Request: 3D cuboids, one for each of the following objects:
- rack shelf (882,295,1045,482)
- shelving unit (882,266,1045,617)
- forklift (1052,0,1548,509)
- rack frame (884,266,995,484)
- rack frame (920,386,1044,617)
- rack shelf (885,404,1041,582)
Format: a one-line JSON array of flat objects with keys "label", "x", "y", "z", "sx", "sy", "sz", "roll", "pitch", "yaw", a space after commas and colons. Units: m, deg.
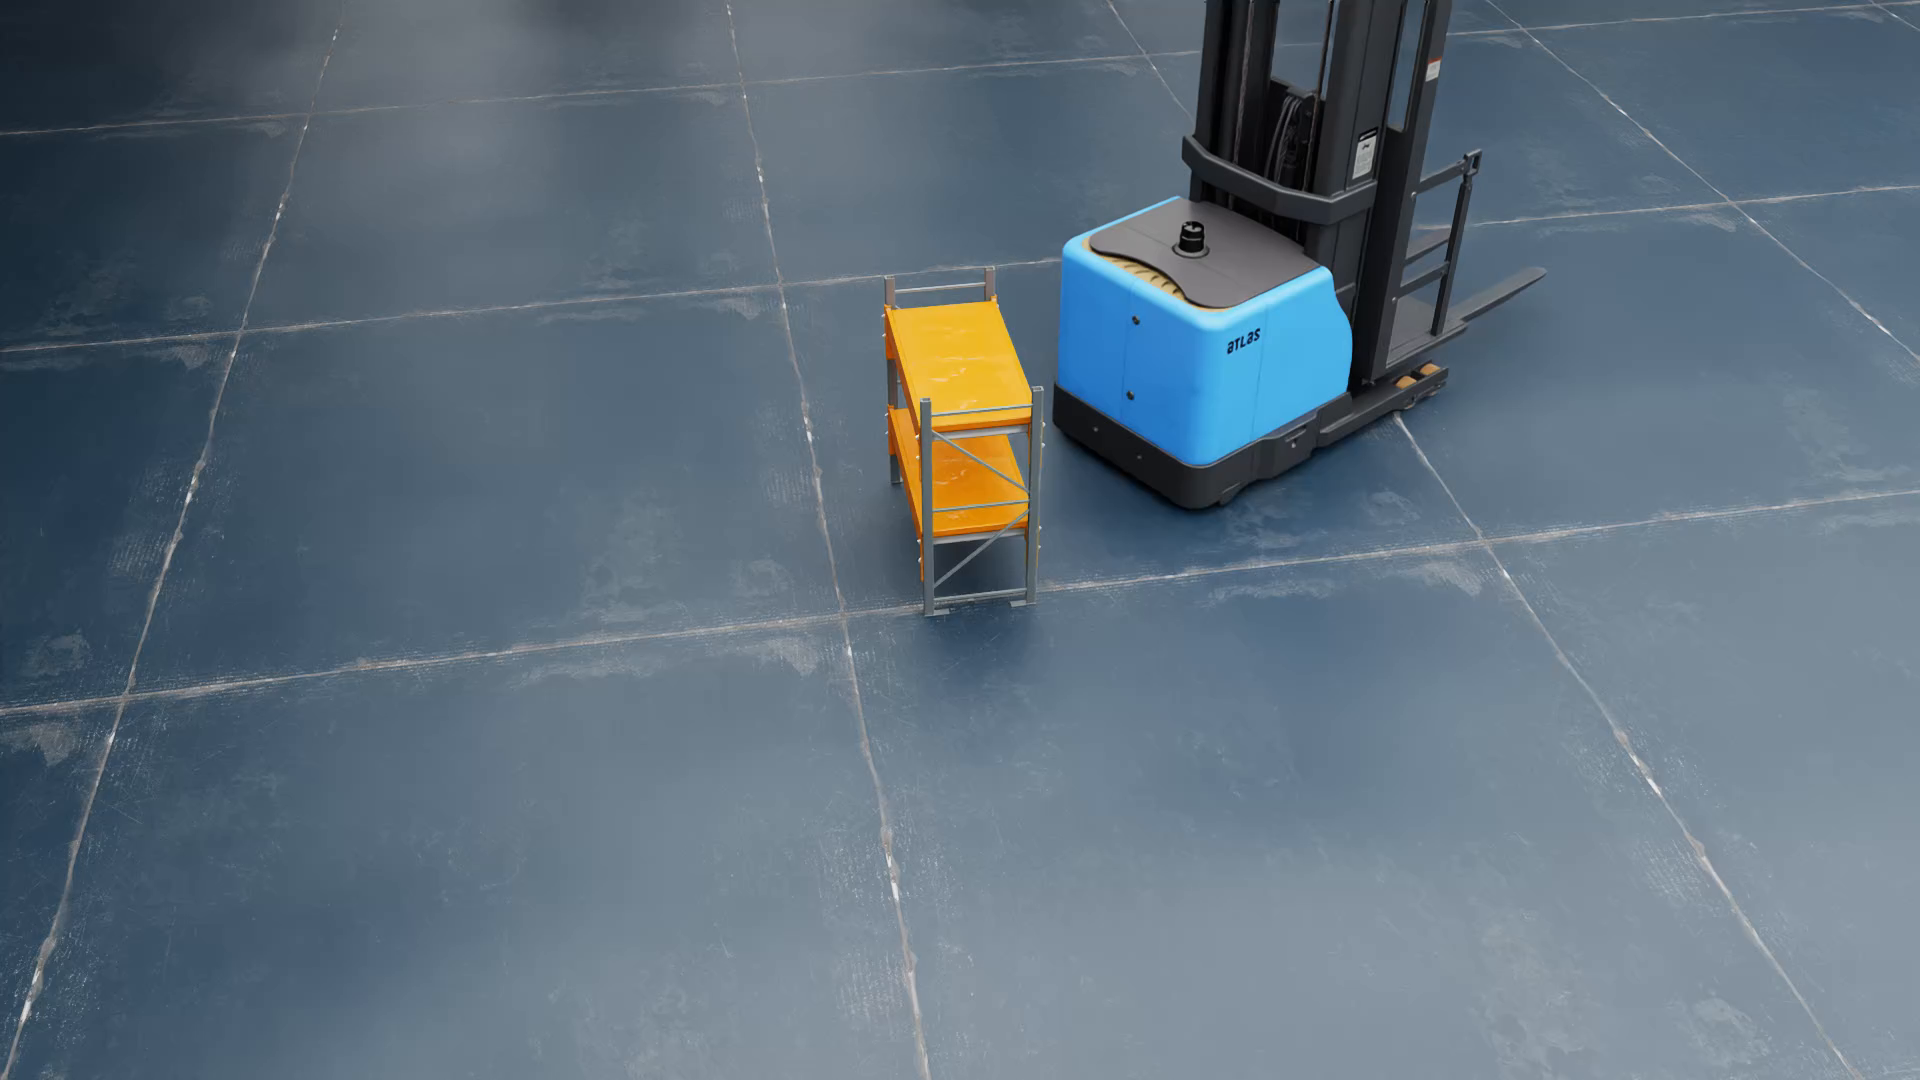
[{"label": "rack shelf", "x": -0.001, "y": -0.679, "z": 7.231, "sx": 0.538, "sy": 0.278, "sz": 1.000, "roll": -6, "pitch": 38, "yaw": -8}, {"label": "shelving unit", "x": -0.001, "y": -0.448, "z": 7.410, "sx": 0.538, "sy": 1.125, "sz": 1.048, "roll": -6, "pitch": 38, "yaw": -8}, {"label": "forklift", "x": 1.924, "y": -2.061, "z": 8.013, "sx": 3.031, "sy": 2.935, "sz": 1.130, "roll": -27, "pitch": 45, "yaw": -30}, {"label": "rack frame", "x": -0.090, "y": -0.755, "z": 7.805, "sx": 0.500, "sy": 1.125, "sz": 0.032, "roll": -6, "pitch": 38, "yaw": -8}, {"label": "rack frame", "x": 0.088, "y": -0.141, "z": 7.015, "sx": 0.500, "sy": 1.125, "sz": 0.032, "roll": -6, "pitch": 38, "yaw": -8}, {"label": "rack shelf", "x": -0.001, "y": -0.255, "z": 7.560, "sx": 0.538, "sy": 0.278, "sz": 1.000, "roll": -6, "pitch": 38, "yaw": -8}]
